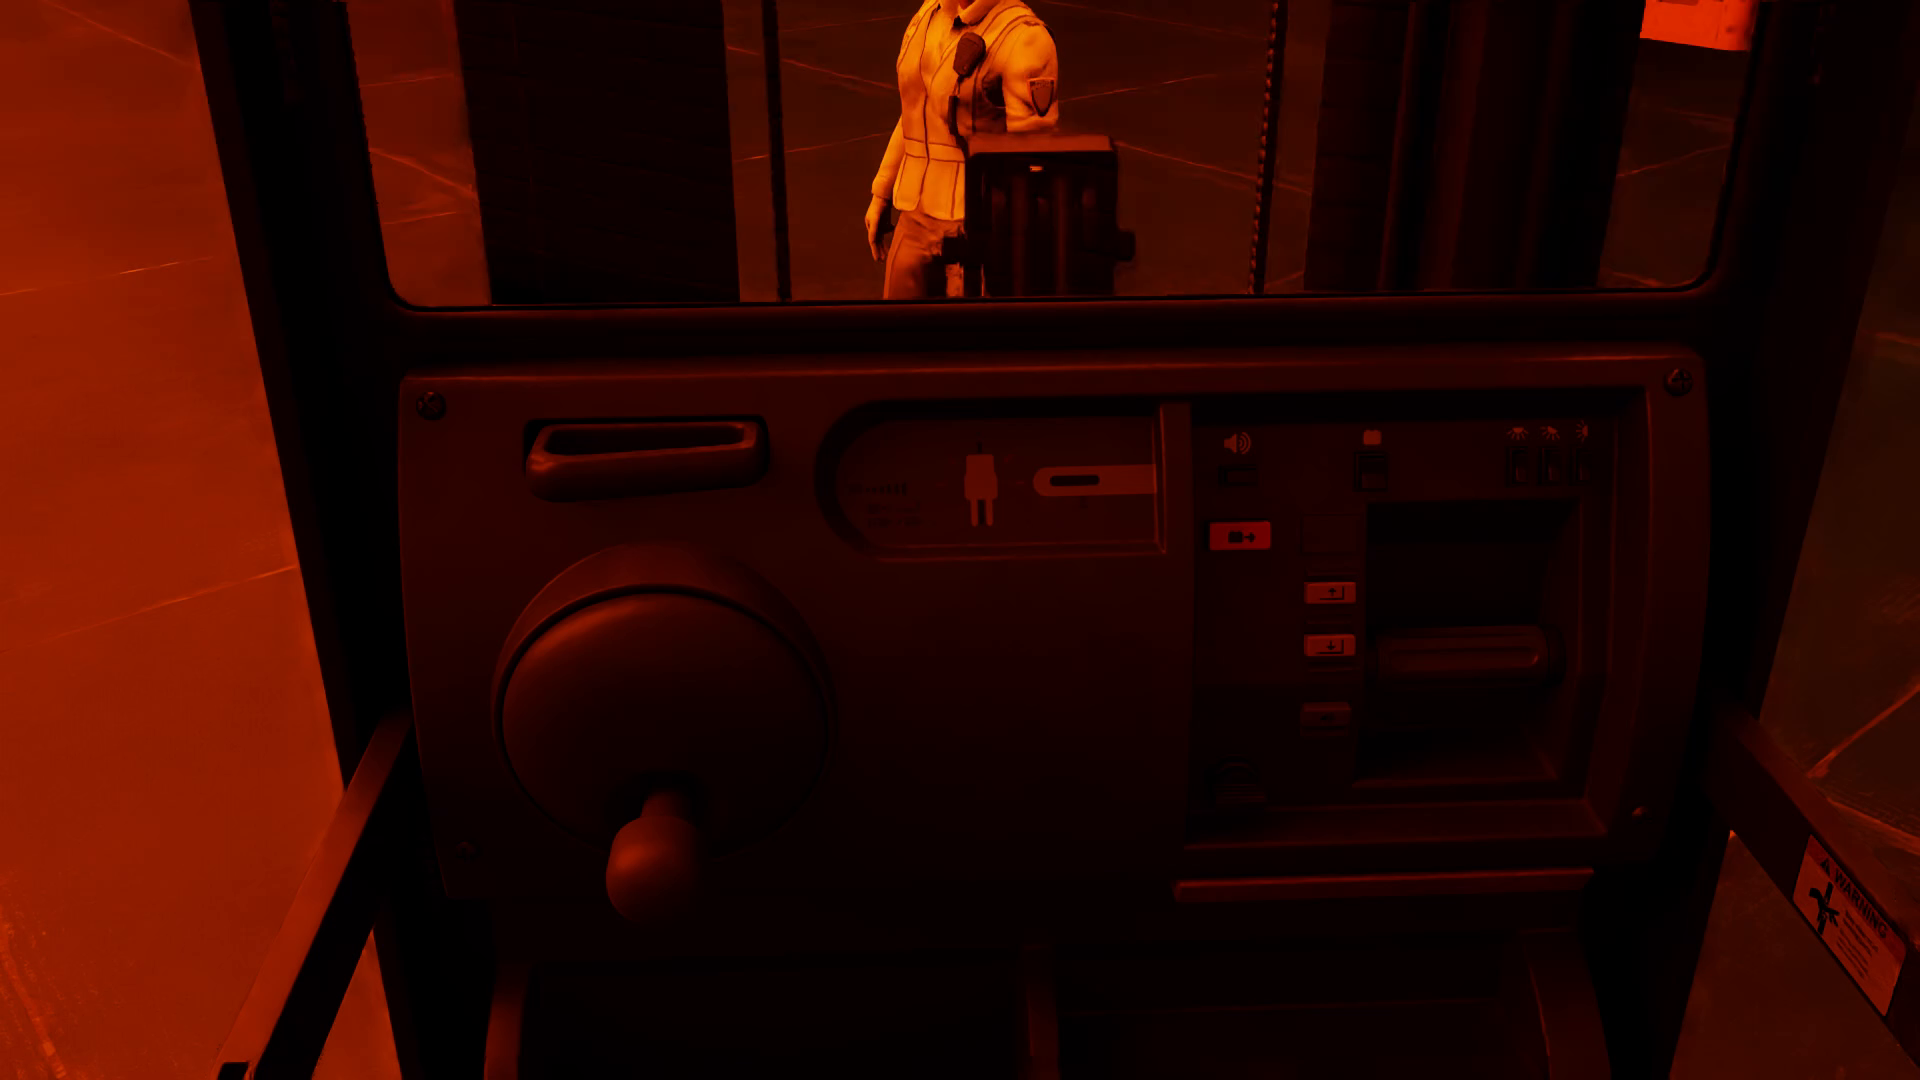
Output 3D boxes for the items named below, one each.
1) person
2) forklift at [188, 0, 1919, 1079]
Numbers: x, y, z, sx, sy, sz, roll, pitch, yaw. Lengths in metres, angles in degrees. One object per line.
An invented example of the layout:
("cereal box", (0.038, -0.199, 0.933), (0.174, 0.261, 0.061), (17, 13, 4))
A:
("person", (-0.057, -0.749, 4.087), (0.532, 1.694, 0.586), (-20, 33, -35))
("forklift", (0.088, 0.097, 1.007), (1.130, 2.935, 3.031), (-1, 26, -3))
